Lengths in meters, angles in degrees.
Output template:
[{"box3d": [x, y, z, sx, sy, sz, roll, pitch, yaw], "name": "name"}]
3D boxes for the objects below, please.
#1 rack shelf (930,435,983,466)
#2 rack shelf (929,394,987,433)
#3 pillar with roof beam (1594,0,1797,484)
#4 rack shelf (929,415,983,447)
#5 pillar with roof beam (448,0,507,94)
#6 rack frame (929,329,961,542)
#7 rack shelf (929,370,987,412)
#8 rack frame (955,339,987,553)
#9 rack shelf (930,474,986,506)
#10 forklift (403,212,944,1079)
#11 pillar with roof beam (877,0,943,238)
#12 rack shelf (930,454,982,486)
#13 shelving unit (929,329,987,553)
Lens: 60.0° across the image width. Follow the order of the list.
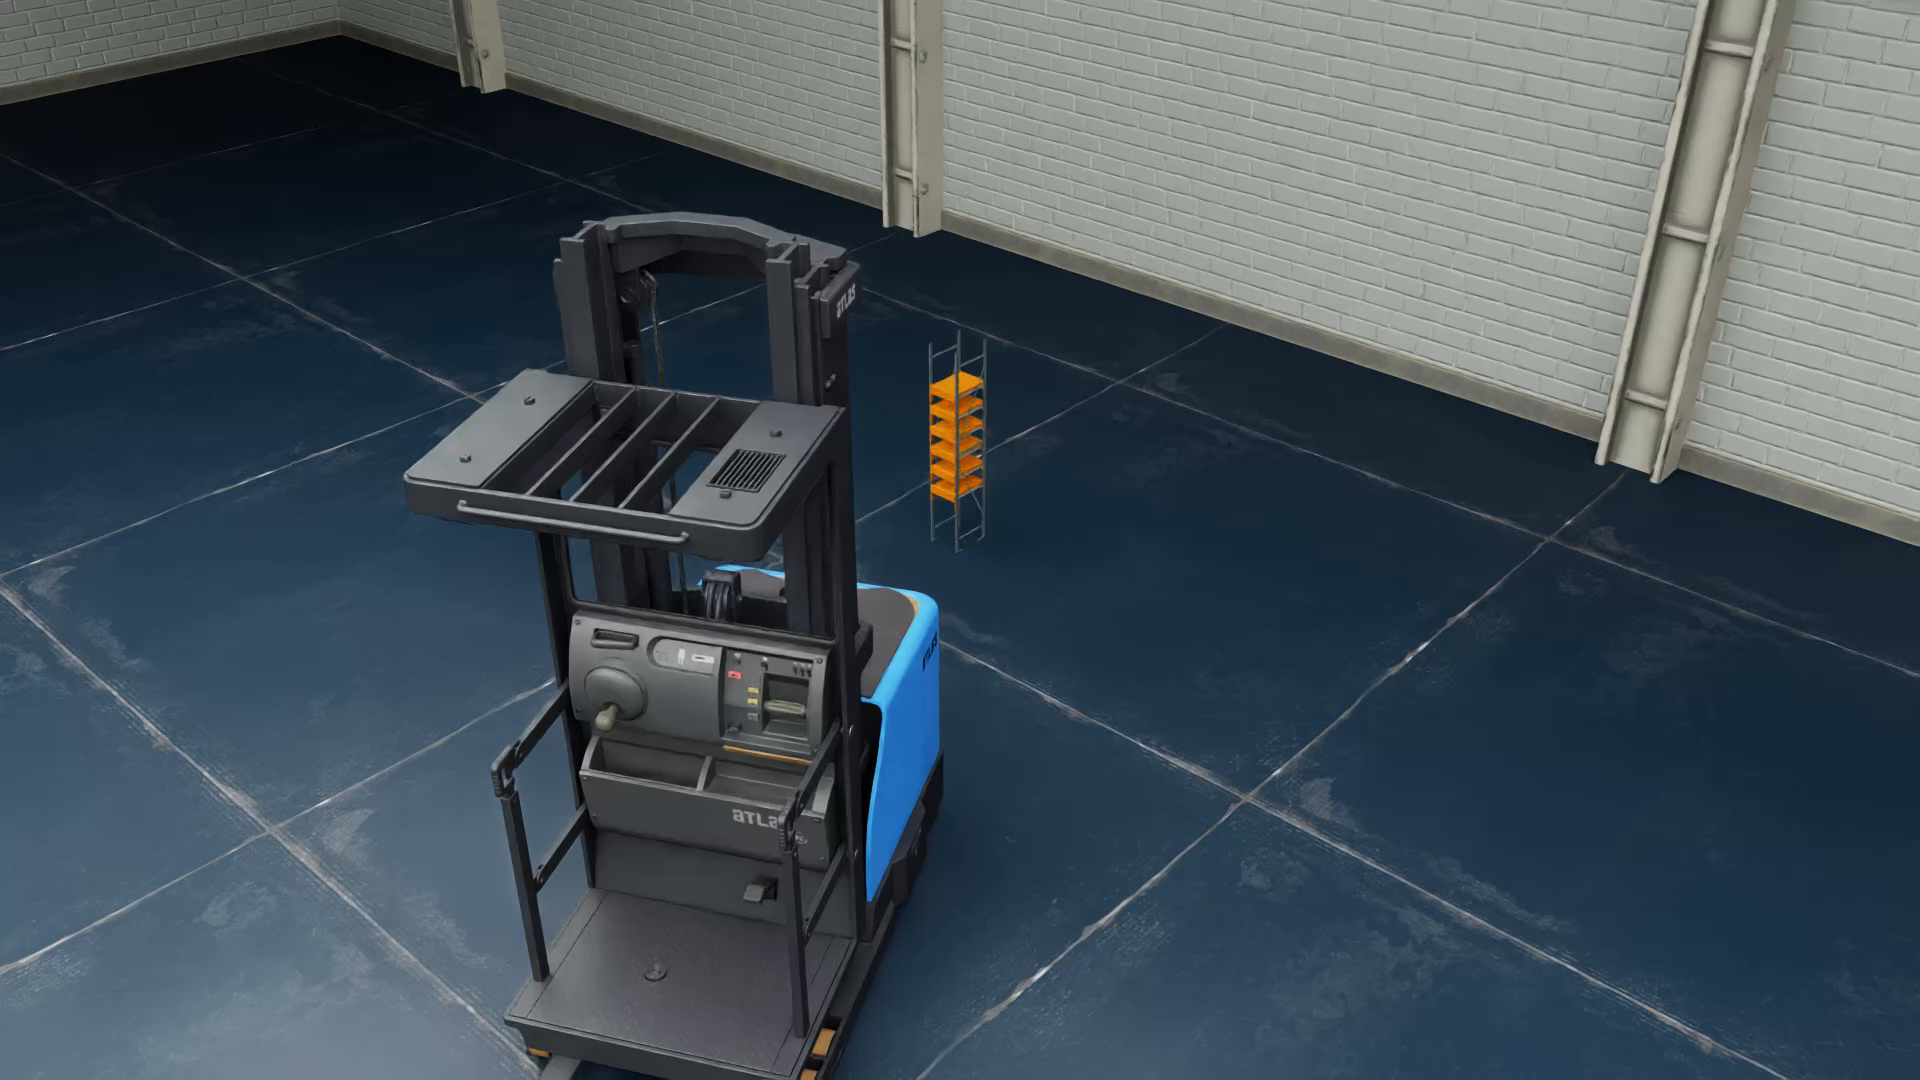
[{"box3d": [-0.011, -0.481, 8.972, 0.180, 0.103, 0.258, 25, 39, 35], "name": "rack shelf"}, {"box3d": [-0.011, -0.687, 8.848, 0.180, 0.103, 0.258, 25, 39, 35], "name": "rack shelf"}, {"box3d": [1.182, -2.664, 4.951, 0.400, 9.000, 9.100, 25, 39, 35], "name": "pillar with roof beam"}, {"box3d": [-0.011, -0.584, 8.910, 0.180, 0.103, 0.258, 25, 39, 35], "name": "rack shelf"}, {"box3d": [-7.716, -6.818, 11.850, 0.400, 9.000, 9.100, 25, 39, 35], "name": "pillar with roof beam"}, {"box3d": [-0.079, -0.551, 9.001, 0.006, 1.200, 0.240, 25, 39, 35], "name": "rack frame"}, {"box3d": [-0.011, -0.789, 8.786, 0.180, 0.103, 0.258, 25, 39, 35], "name": "rack shelf"}, {"box3d": [0.057, -0.487, 8.896, 0.006, 1.200, 0.240, 25, 39, 35], "name": "rack frame"}, {"box3d": [-0.011, -0.275, 9.096, 0.180, 0.103, 0.258, 25, 39, 35], "name": "rack shelf"}, {"box3d": [-0.952, 0.551, 5.493, 1.130, 2.935, 3.031, 8, 32, 13], "name": "forklift"}, {"box3d": [-3.267, -4.741, 8.400, 0.400, 9.000, 9.100, 25, 39, 35], "name": "pillar with roof beam"}, {"box3d": [-0.011, -0.378, 9.034, 0.180, 0.103, 0.258, 25, 39, 35], "name": "rack shelf"}, {"box3d": [-0.011, -0.519, 8.949, 0.189, 1.200, 0.258, 25, 39, 35], "name": "shelving unit"}]
